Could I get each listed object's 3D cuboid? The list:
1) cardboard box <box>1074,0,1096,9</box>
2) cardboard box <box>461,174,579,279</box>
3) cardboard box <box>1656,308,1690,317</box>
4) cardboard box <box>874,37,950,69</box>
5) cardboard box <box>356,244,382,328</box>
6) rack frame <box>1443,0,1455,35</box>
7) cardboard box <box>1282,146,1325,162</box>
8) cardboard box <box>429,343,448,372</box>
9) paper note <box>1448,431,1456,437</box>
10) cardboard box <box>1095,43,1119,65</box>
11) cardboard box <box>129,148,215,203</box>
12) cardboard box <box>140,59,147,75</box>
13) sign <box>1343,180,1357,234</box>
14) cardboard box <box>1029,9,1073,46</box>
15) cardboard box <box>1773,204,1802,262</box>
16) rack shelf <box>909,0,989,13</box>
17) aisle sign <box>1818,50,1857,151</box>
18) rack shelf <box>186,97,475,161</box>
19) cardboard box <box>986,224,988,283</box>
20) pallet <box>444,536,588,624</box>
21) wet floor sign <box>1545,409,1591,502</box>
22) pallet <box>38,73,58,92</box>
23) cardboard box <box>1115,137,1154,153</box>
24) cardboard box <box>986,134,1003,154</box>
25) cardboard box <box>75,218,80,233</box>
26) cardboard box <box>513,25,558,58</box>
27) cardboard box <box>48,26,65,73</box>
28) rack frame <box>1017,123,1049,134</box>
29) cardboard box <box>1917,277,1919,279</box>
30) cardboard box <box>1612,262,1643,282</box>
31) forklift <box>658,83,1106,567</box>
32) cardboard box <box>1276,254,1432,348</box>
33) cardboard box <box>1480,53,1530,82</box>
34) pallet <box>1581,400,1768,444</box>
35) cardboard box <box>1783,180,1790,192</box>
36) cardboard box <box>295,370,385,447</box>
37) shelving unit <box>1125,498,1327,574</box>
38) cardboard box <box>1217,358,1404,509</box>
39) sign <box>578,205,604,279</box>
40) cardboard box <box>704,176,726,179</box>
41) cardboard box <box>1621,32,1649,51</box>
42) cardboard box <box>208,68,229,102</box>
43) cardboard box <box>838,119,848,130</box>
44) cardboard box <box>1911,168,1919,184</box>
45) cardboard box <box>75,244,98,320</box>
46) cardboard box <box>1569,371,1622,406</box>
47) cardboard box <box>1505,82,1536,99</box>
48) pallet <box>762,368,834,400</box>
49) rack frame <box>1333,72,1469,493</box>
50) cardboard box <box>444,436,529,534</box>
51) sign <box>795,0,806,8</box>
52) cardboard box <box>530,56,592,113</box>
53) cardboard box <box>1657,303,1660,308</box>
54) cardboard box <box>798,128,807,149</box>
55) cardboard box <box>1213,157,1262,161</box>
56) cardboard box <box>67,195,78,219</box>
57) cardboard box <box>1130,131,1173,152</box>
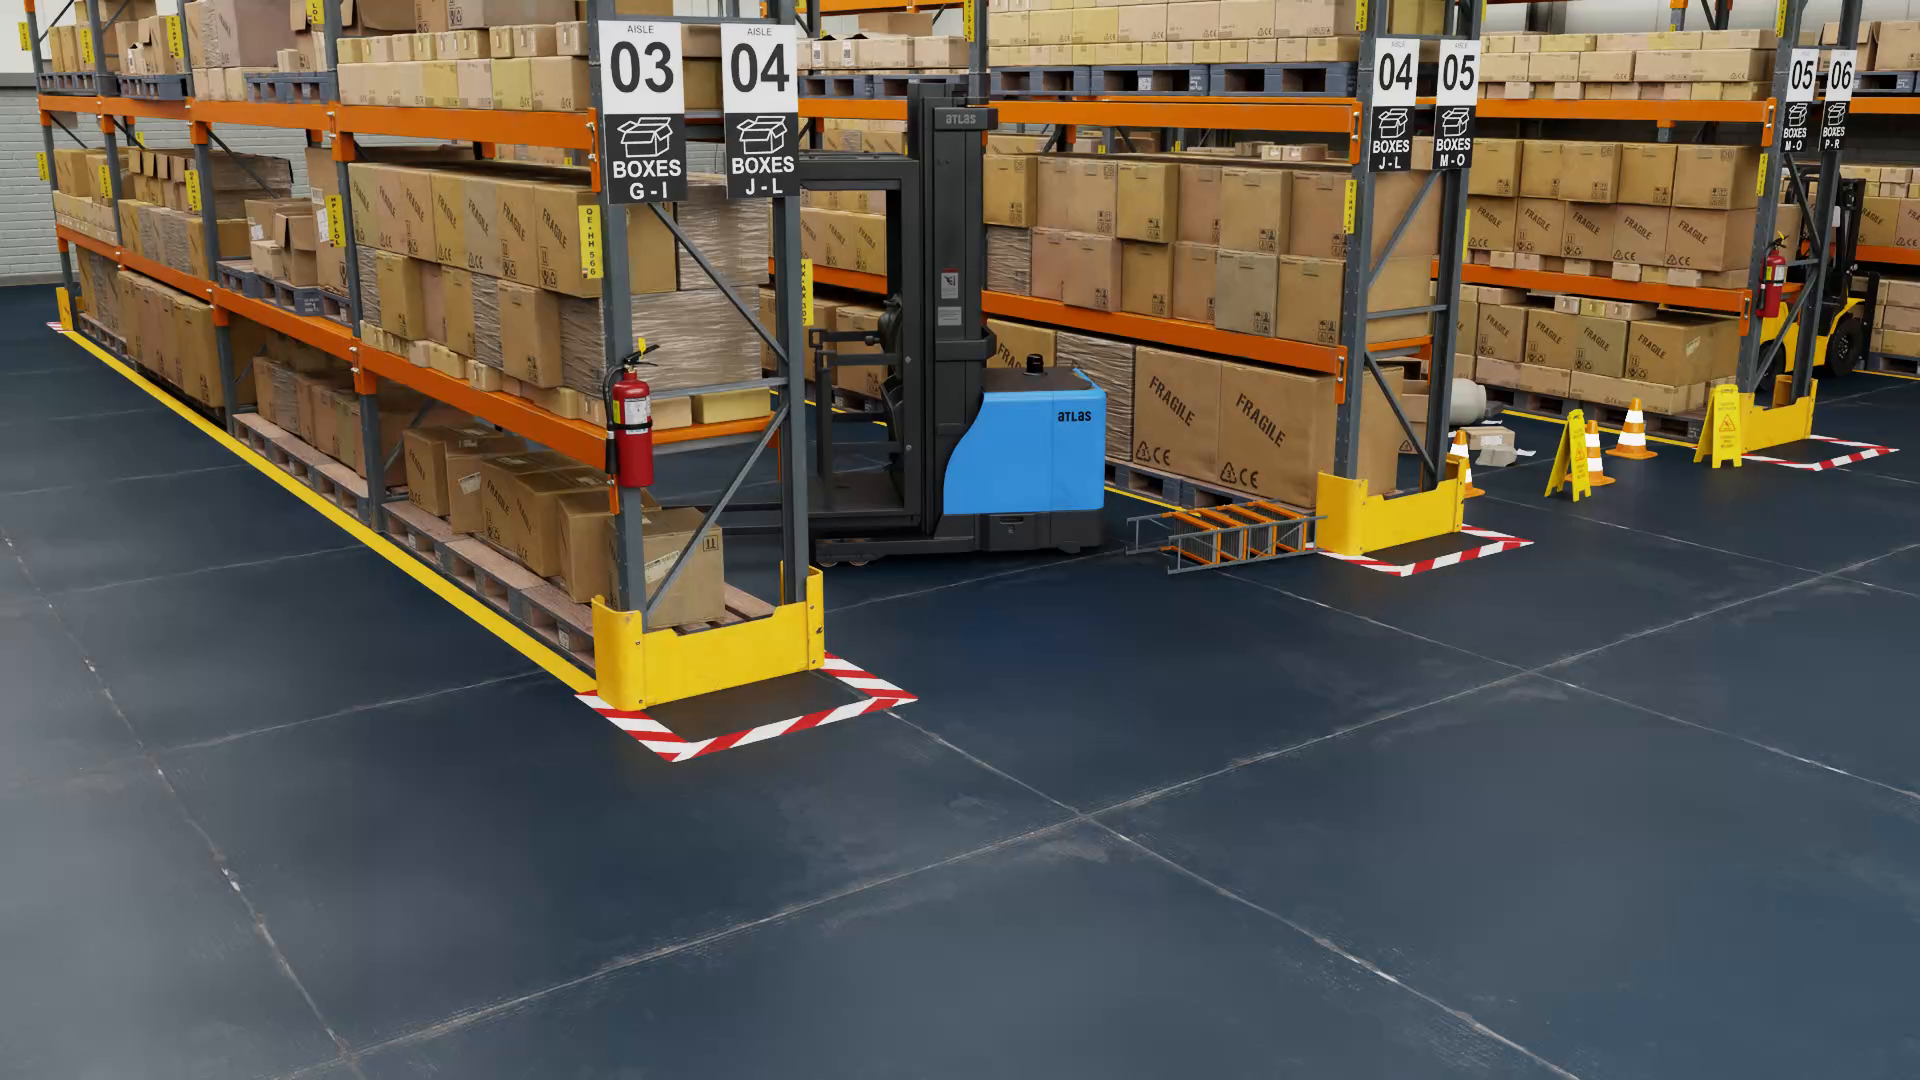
[{"bbox_3d":[1.049,-3.937,12.076,0.380,0.149,0.250,-11,19,-34],"label":"cardboard box"},{"bbox_3d":[-2.325,-1.687,8.912,0.500,0.500,0.500,-11,19,-35],"label":"cardboard box"},{"bbox_3d":[6.229,-1.829,15.068,0.500,0.500,0.500,-12,19,-37],"label":"cardboard box"},{"bbox_3d":[-0.395,-4.178,14.278,0.500,0.250,0.500,-11,19,-35],"label":"cardboard box"},{"bbox_3d":[-3.348,-1.661,10.712,0.875,0.500,0.500,-11,19,-35],"label":"cardboard box"},{"bbox_3d":[4.453,-6.007,15.978,1.000,3.000,0.127,-11,19,-35],"label":"rack frame"},{"bbox_3d":[3.583,-4.029,17.339,0.380,0.149,0.250,-12,19,-36],"label":"cardboard box"},{"bbox_3d":[-2.925,-1.099,9.884,0.380,0.149,0.250,-11,19,-35],"label":"cardboard box"},{"bbox_3d":[4.261,-0.919,14.399,0.148,0.019,0.142,-4,16,-15],"label":"paper note"},{"bbox_3d":[1.198,-3.498,11.983,0.380,0.149,0.250,-11,19,-34],"label":"cardboard box"},{"bbox_3d":[-7.884,-3.681,16.752,0.797,0.503,0.637,-11,19,-36],"label":"cardboard box"},{"bbox_3d":[-7.512,-4.471,15.727,0.380,0.149,0.250,-12,19,-37],"label":"cardboard box"},{"bbox_3d":[2.413,-2.061,10.282,0.100,0.325,0.005,-11,19,-35],"label":"sign"},{"bbox_3d":[0.868,-3.837,12.467,0.500,0.250,0.500,-11,19,-35],"label":"cardboard box"},{"bbox_3d":[6.751,-2.595,14.124,0.500,0.500,0.500,-11,19,-35],"label":"cardboard box"},{"bbox_3d":[0.925,-6.749,20.807,1.077,0.370,4.000,-11,19,-35],"label":"rack shelf"},{"bbox_3d":[7.092,-3.548,13.434,0.394,0.787,0.004,-11,19,-35],"label":"aisle sign"},{"bbox_3d":[-4.739,-3.102,12.409,1.077,0.370,4.000,-11,19,-35],"label":"rack shelf"},{"bbox_3d":[-0.014,-2.442,14.126,0.500,0.500,0.500,-11,19,-35],"label":"cardboard box"},{"bbox_3d":[-2.418,0.168,10.062,1.003,0.211,1.213,-11,19,-35],"label":"pallet"},{"bbox_3d":[4.479,-0.635,12.175,0.232,0.644,0.267,14,21,42],"label":"wet floor sign"},{"bbox_3d":[-10.174,-5.385,19.555,1.003,0.211,1.213,-11,19,-35],"label":"pallet"},{"bbox_3d":[2.009,-4.642,20.269,0.500,0.500,0.500,-12,19,-36],"label":"cardboard box"},{"bbox_3d":[0.390,-5.002,21.586,0.500,0.500,0.500,-11,19,-36],"label":"cardboard box"},{"bbox_3d":[-9.919,-3.615,19.080,0.380,0.149,0.250,-11,19,-35],"label":"cardboard box"},{"bbox_3d":[-1.934,-2.414,8.061,0.380,0.149,0.250,-12,19,-37],"label":"cardboard box"},{"bbox_3d":[-10.036,-5.642,19.152,0.700,0.500,0.500,-12,19,-37],"label":"cardboard box"},{"bbox_3d":[1.410,-6.447,28.950,1.000,3.000,0.127,-11,19,-35],"label":"rack frame"},{"bbox_3d":[10.392,-2.627,17.513,0.500,0.250,0.500,-11,19,-34],"label":"cardboard box"},{"bbox_3d":[5.864,-2.330,14.384,0.380,0.149,0.250,-10,18,-34],"label":"cardboard box"},{"bbox_3d":[-0.619,-1.393,10.612,3.031,2.935,1.130,-2,15,-7],"label":"forklift"},{"bbox_3d":[2.606,-1.614,11.007,0.875,0.550,0.550,-11,19,-35],"label":"cardboard box"},{"bbox_3d":[5.085,-4.277,15.061,0.500,0.250,0.500,-11,19,-34],"label":"cardboard box"},{"bbox_3d":[6.311,-1.110,14.731,1.003,0.211,1.213,-11,19,-35],"label":"pallet"},{"bbox_3d":[9.170,-3.859,18.076,0.380,0.149,0.250,-12,19,-36],"label":"cardboard box"},{"bbox_3d":[-4.829,-1.060,13.167,0.700,0.500,0.500,-9,18,-30],"label":"cardboard box"},{"bbox_3d":[1.703,-0.033,10.640,1.200,0.258,0.503,-7,17,-25],"label":"shelving unit"},{"bbox_3d":[2.408,-0.782,11.480,0.875,0.875,0.875,-11,19,-34],"label":"cardboard box"},{"bbox_3d":[-1.672,-1.350,7.536,0.100,0.325,0.005,-11,19,-35],"label":"sign"},{"bbox_3d":[-2.575,-3.899,18.194,0.380,0.149,0.250,-10,18,-32],"label":"cardboard box"},{"bbox_3d":[5.836,-4.224,14.112,0.380,0.149,0.250,-11,19,-35],"label":"cardboard box"},{"bbox_3d":[-5.543,-3.554,12.983,0.500,0.250,0.500,-10,18,-33],"label":"cardboard box"},{"bbox_3d":[-1.546,-6.015,24.057,0.380,0.149,0.250,-11,19,-35],"label":"cardboard box"},{"bbox_3d":[10.005,-3.743,17.089,0.380,0.149,0.250,-11,19,-34],"label":"cardboard box"},{"bbox_3d":[-10.178,-3.191,20.283,0.875,0.875,0.875,-11,19,-35],"label":"cardboard box"},{"bbox_3d":[5.814,-1.379,14.844,0.500,0.250,0.500,-11,19,-34],"label":"cardboard box"},{"bbox_3d":[5.125,-4.046,14.970,0.380,0.149,0.250,-11,19,-36],"label":"cardboard box"},{"bbox_3d":[-1.441,-1.653,16.715,1.003,0.211,1.213,-11,19,-35],"label":"pallet"},{"bbox_3d":[2.860,-1.470,10.763,1.000,3.000,0.127,-11,19,-35],"label":"rack frame"},{"bbox_3d":[-3.017,-0.360,10.647,0.500,0.500,0.500,-5,16,-17],"label":"cardboard box"},{"bbox_3d":[-0.772,-2.674,7.826,0.100,0.325,0.005,-11,19,-35],"label":"sign"},{"bbox_3d":[-1.700,-2.159,7.885,0.500,0.250,0.500,-10,18,-33],"label":"cardboard box"},{"bbox_3d":[8.150,-3.052,20.247,0.875,0.625,0.625,-10,18,-32],"label":"cardboard box"},{"bbox_3d":[-2.241,-5.951,25.052,0.500,0.500,0.500,-11,19,-36],"label":"cardboard box"},{"bbox_3d":[3.096,-3.899,18.093,0.500,0.500,0.500,-12,19,-37],"label":"cardboard box"},{"bbox_3d":[-9.951,-3.847,19.169,0.500,0.250,0.500,-12,19,-36],"label":"cardboard box"},{"bbox_3d":[3.102,-6.385,27.024,0.500,0.500,0.500,-11,19,-36],"label":"cardboard box"}]
